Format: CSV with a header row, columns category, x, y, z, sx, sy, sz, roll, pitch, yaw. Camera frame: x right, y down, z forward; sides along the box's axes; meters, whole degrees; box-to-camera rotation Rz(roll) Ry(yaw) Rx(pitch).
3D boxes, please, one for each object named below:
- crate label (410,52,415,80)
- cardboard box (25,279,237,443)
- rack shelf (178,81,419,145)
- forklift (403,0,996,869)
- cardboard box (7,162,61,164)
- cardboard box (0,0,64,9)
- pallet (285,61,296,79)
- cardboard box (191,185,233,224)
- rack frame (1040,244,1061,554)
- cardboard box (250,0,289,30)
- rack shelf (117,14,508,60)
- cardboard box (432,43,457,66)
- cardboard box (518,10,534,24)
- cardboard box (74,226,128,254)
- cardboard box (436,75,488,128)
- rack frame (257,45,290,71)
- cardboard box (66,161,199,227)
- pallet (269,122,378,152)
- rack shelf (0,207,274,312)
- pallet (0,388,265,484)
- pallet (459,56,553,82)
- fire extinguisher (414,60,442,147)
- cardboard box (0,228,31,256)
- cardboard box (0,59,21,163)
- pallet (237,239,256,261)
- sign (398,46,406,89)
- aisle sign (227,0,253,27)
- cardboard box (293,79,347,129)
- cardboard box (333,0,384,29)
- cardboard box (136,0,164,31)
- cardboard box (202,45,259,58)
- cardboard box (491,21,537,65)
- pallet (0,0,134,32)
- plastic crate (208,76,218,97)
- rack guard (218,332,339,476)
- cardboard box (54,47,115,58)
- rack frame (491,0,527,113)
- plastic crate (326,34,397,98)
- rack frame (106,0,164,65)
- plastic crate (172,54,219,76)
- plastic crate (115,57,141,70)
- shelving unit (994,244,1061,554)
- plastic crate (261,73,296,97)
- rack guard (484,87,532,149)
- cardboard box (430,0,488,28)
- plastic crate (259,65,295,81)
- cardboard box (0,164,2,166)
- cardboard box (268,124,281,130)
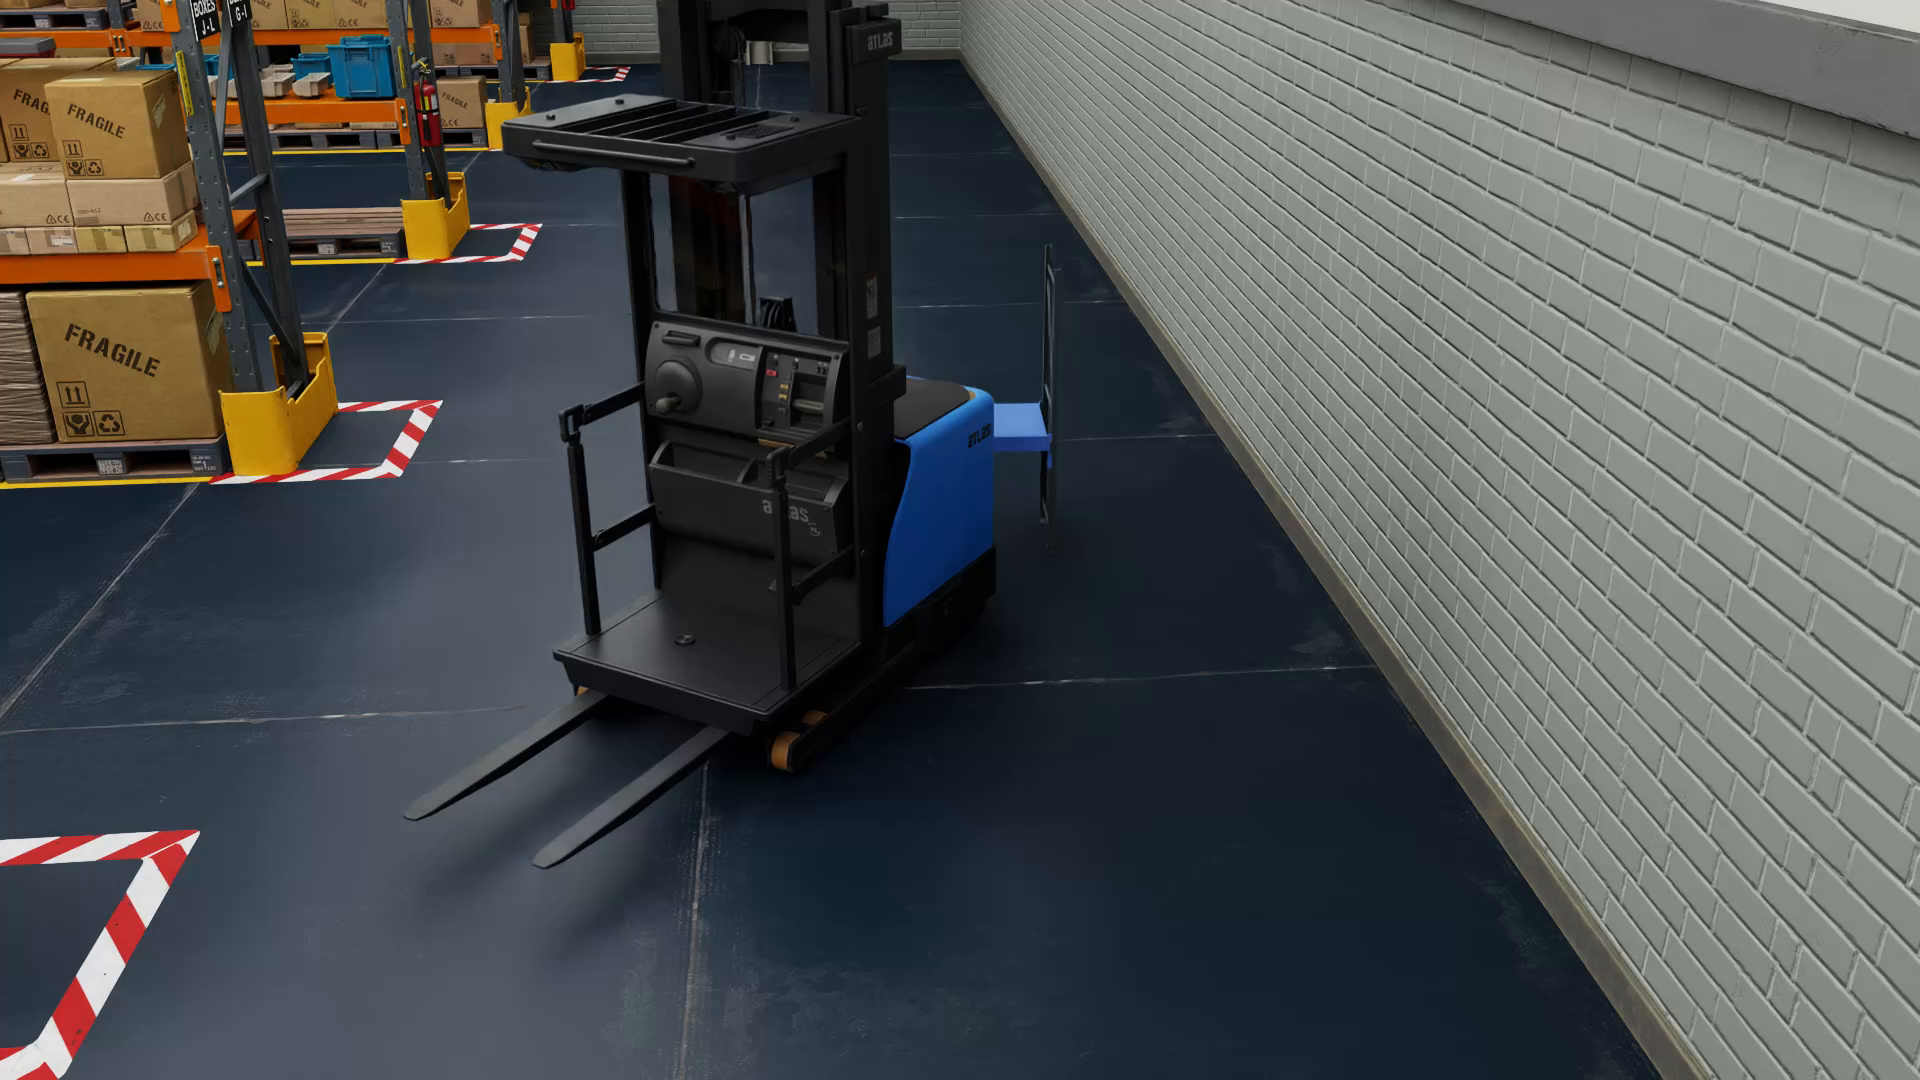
category,x,y,z,sx,sy,sz,roll,pitch,yaw
crate label,-4.870,-4.053,14.308,0.303,0.233,0.416,-2,24,-5
cardboard box,-4.734,-1.140,9.720,0.875,0.875,0.875,-2,24,-5
rack shelf,-6.583,-3.570,13.975,4.000,0.370,1.077,-2,24,-5
forklift,-0.980,-0.618,6.531,1.130,2.935,3.031,13,27,26
cardboard box,-5.126,-2.111,9.624,0.500,0.250,0.500,-3,24,-6
cardboard box,-10.227,-6.077,18.090,0.500,0.500,0.700,1,24,3
pallet,-8.782,-6.548,23.222,1.213,0.211,1.003,-2,24,-5
cardboard box,-4.491,-1.981,9.824,0.250,0.149,0.380,-2,24,-5
rack frame,0.459,-0.713,8.508,0.032,1.500,0.500,-1,24,-2
cardboard box,-7.515,-5.818,18.023,0.500,0.500,0.500,-2,24,-5
rack shelf,-7.066,-5.572,18.480,4.000,0.370,1.077,-2,24,-5
cardboard box,-7.251,-6.924,23.196,0.500,0.500,0.700,-3,24,-7
cardboard box,-6.148,-7.347,23.348,0.250,0.149,0.380,-2,24,-5
cardboard box,-4.686,-1.704,9.199,0.250,0.149,0.380,-2,24,-5
cardboard box,-5.592,-4.919,18.659,0.500,0.500,0.500,-2,24,-5
rack frame,-9.547,-7.823,22.658,0.127,3.000,1.000,-2,24,-5
cardboard box,-4.562,-1.918,9.190,0.500,0.250,0.500,-3,24,-6
pallet,-7.156,-4.624,18.894,1.213,0.211,1.003,-2,24,-5
rack shelf,-6.096,-1.568,9.471,4.000,0.370,1.077,-2,24,-5
pallet,-4.893,-0.639,9.928,1.213,0.211,1.003,-2,24,-5
pallet,-6.354,-6.645,23.441,1.213,0.211,1.003,-2,24,-5
fire extinguisher,-4.397,-3.595,13.700,0.183,0.674,0.296,-2,24,-5
cardboard box,-5.185,-1.684,9.156,0.250,0.149,0.380,-2,24,-4
cardboard box,-5.622,-2.434,9.428,0.500,0.500,0.500,-3,24,-7
pallet,-6.628,-2.640,14.429,1.213,0.211,1.003,-2,24,-5
sign,-4.522,-3.832,13.477,0.005,0.325,0.100,-2,24,-5
aisle sign,-4.063,-3.289,9.256,0.004,0.787,0.394,-2,24,-5
cardboard box,-7.187,-4.959,18.745,0.637,0.503,0.797,-2,24,-5
cardboard box,-6.507,-5.859,18.116,0.500,0.500,0.500,-2,24,-5
cardboard box,-8.522,-5.777,17.932,0.500,0.500,0.500,-2,24,-4
cardboard box,-10.181,-6.955,22.833,0.750,0.750,0.750,-2,24,-5
cardboard box,-6.253,-6.964,23.286,0.500,0.500,0.700,-2,24,-5
pallet,-9.862,-5.746,18.221,1.213,0.211,1.003,-2,24,-5
plastic crate,-6.243,-3.734,13.708,0.250,0.136,0.298,-2,24,-5
rack guard,-4.081,-0.836,10.014,0.348,0.500,1.175,-2,24,-5
cardboard box,-11.910,-6.882,22.670,0.750,0.750,0.750,-2,24,-5
rack frame,-5.075,-5.981,18.513,0.127,3.000,1.000,-2,24,-5
plastic crate,-4.907,-3.933,13.789,0.499,0.435,0.616,-2,24,-5
rack frame,-9.056,-5.821,18.154,0.127,3.000,1.000,-2,24,-5
plastic crate,-6.479,-3.988,14.162,0.300,0.233,0.416,-2,24,-5
plastic crate,-7.035,-3.779,13.631,0.530,0.282,0.437,-2,24,-5
shelving unit,-0.049,-0.704,8.488,1.048,1.500,0.538,-1,24,-2
plastic crate,-5.676,-3.774,13.799,0.243,0.136,0.396,-2,24,-5
rack guard,-5.151,-4.836,19.014,0.348,0.500,1.175,-2,24,-5
cardboard box,-5.494,-5.899,18.205,0.500,0.500,0.500,-2,24,-4
plastic crate,-5.873,-4.002,14.313,0.298,0.136,0.250,-2,24,-5
cardboard box,-5.573,-1.877,9.099,0.500,0.250,0.500,-3,24,-7
cardboard box,-7.757,-4.696,18.568,0.250,0.166,0.380,-2,24,-5
